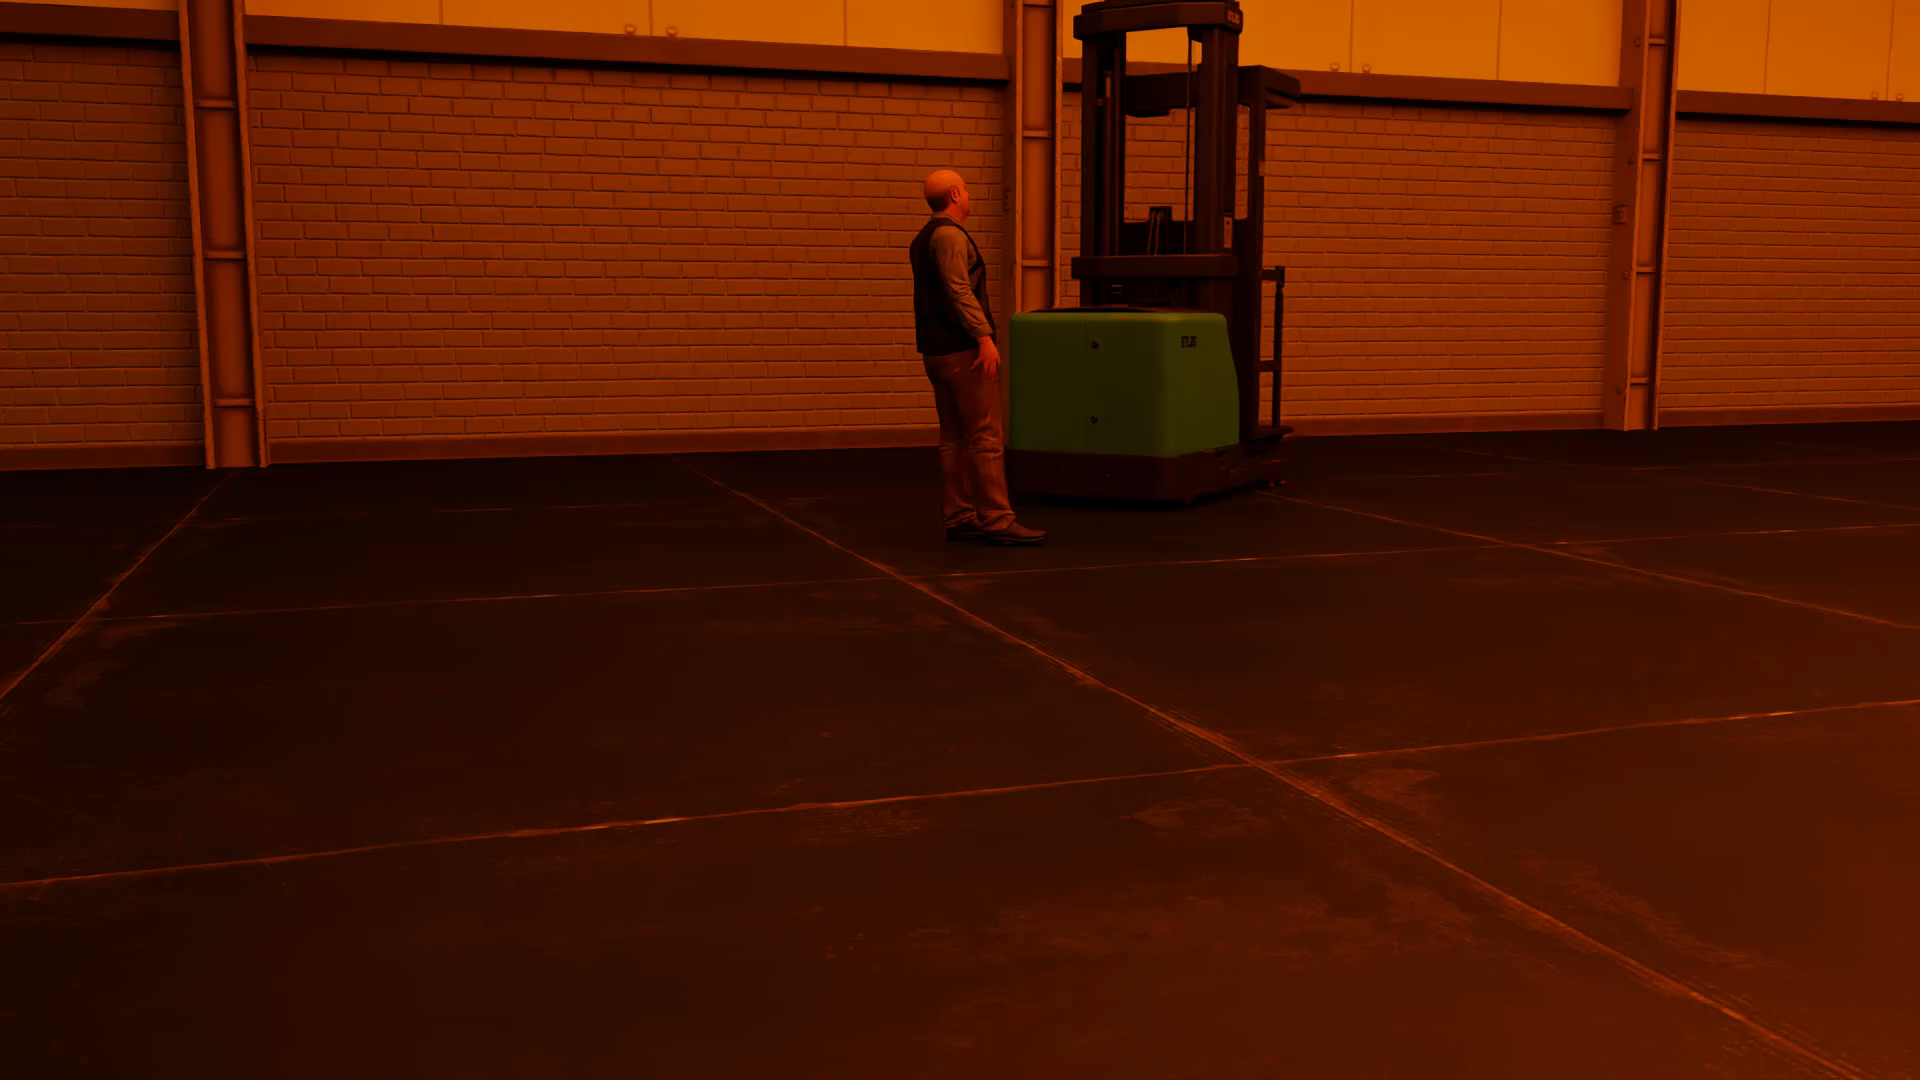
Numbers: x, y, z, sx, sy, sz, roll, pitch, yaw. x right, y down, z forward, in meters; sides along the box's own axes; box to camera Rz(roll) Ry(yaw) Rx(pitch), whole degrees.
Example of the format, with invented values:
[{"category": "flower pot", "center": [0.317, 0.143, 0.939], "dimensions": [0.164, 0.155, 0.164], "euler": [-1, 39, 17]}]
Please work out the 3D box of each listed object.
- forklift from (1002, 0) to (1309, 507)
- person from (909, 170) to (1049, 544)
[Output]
[{"category": "forklift", "center": [1.382, -1.790, 10.211], "dimensions": [1.130, 2.935, 3.031], "euler": [4, 9, 29]}, {"category": "person", "center": [0.062, -0.862, 7.820], "dimensions": [0.566, 1.722, 0.633], "euler": [-3, 8, -18]}]
